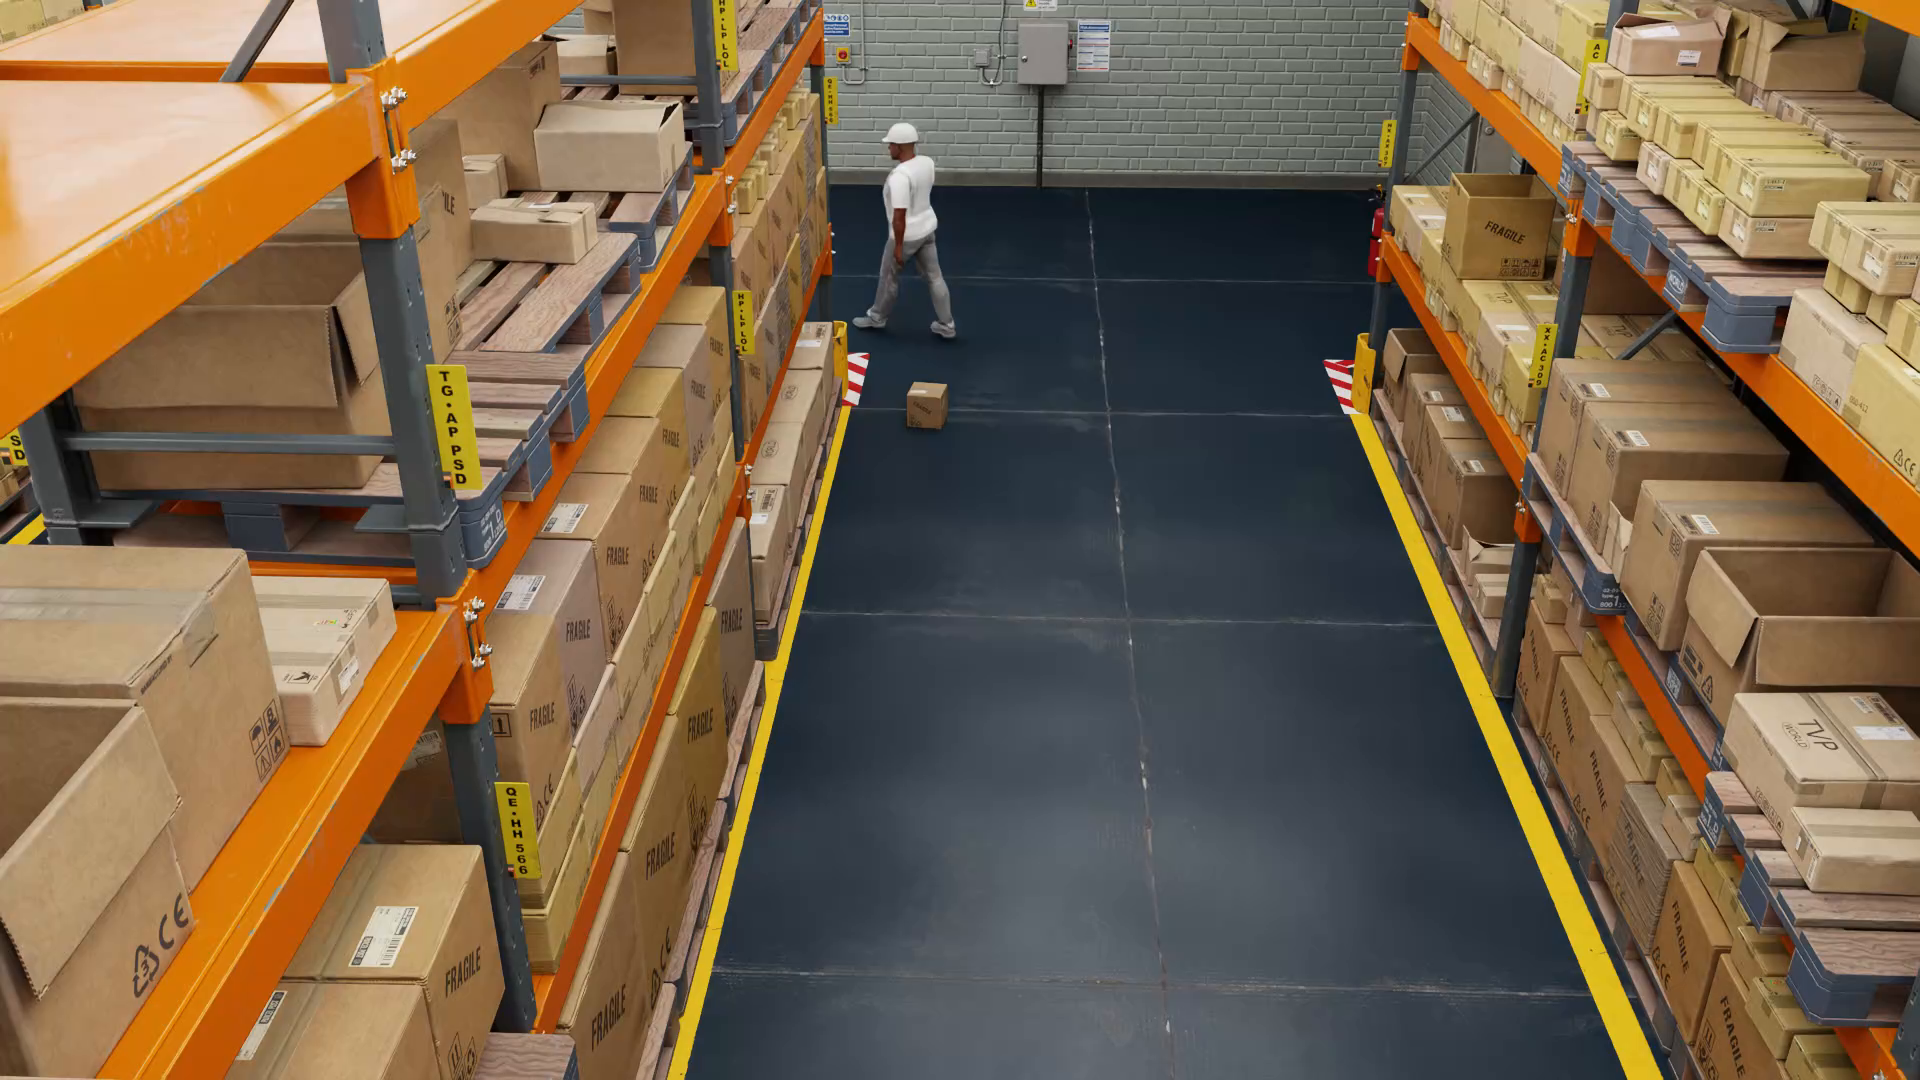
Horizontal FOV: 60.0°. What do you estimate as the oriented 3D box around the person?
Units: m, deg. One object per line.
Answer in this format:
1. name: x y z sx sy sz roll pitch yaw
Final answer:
1. person: -0.458 -2.484 13.275 0.926 1.728 0.661 17 32 30
